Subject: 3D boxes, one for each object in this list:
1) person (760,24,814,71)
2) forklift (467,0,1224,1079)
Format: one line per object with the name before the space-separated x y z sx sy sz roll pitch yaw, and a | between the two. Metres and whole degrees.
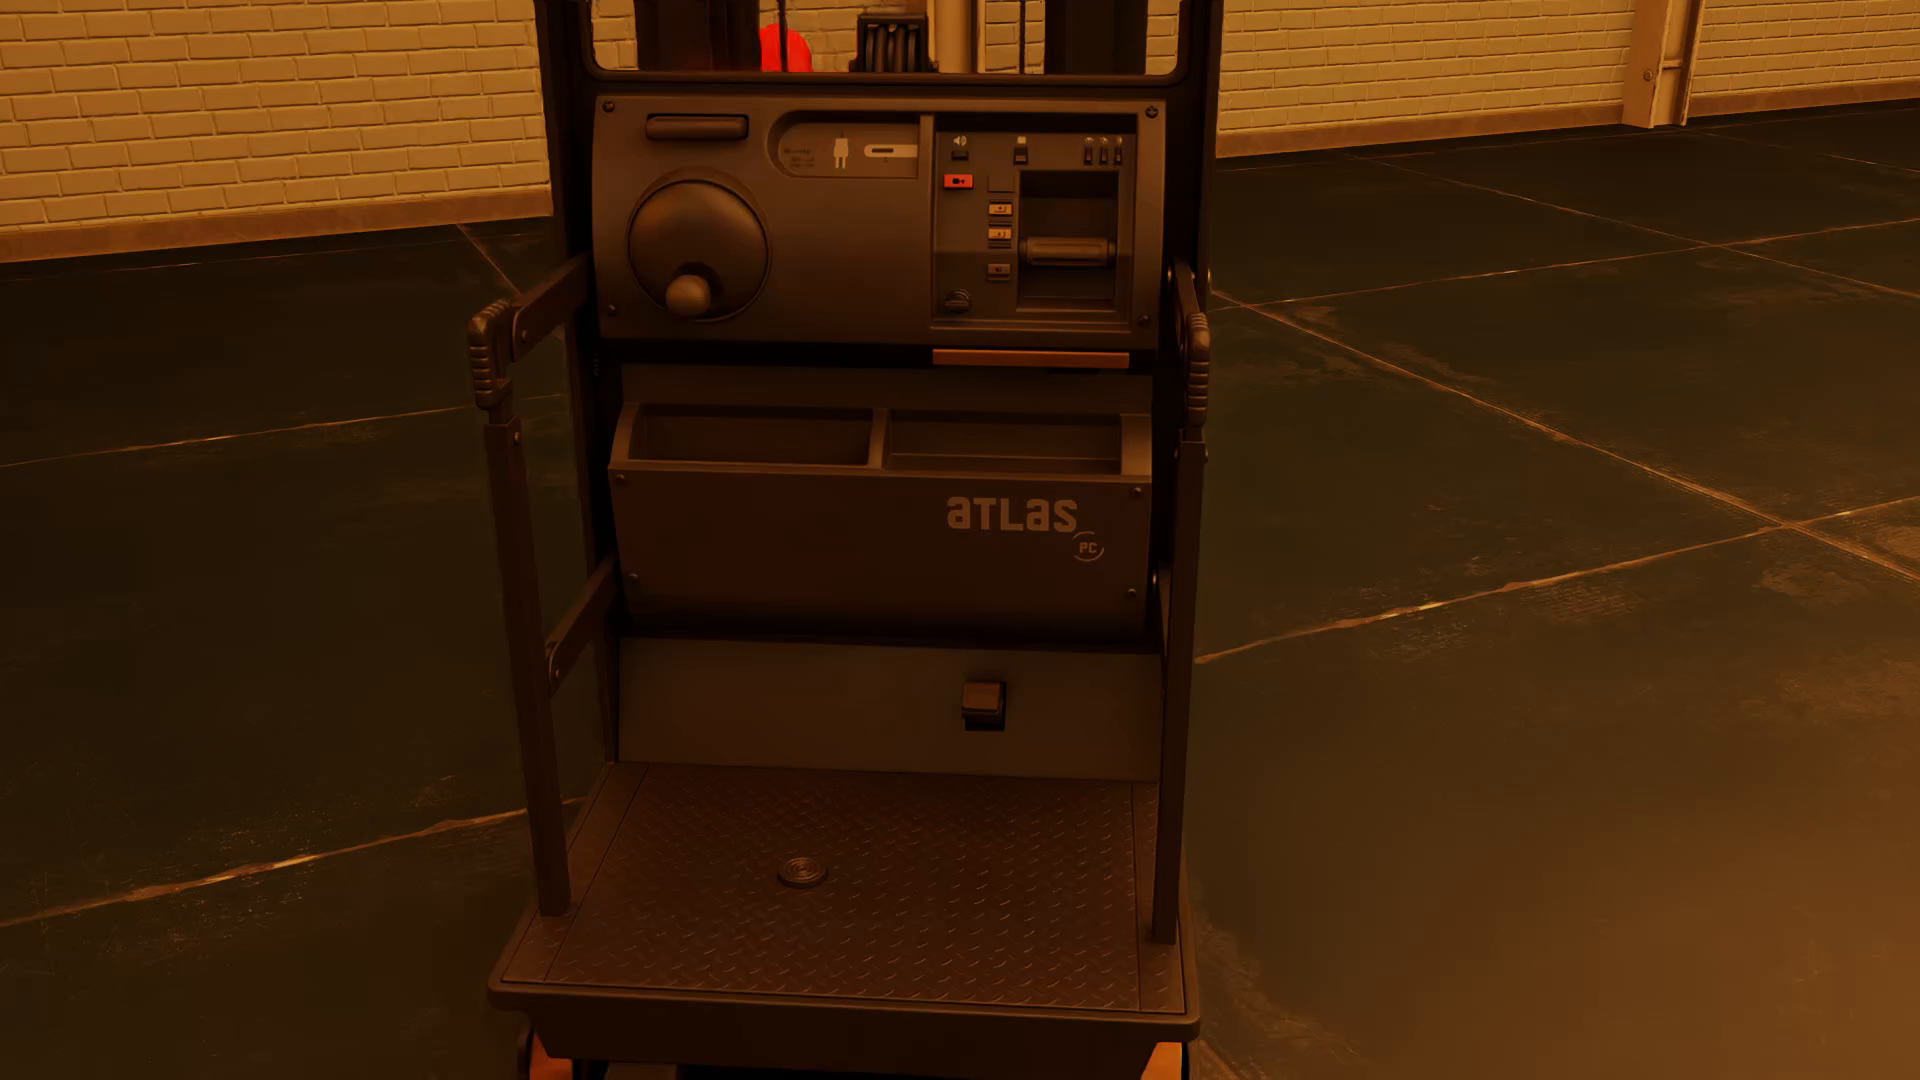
person | -0.368 -0.704 4.829 1.067 1.529 0.919 -8 24 -20
forklift | -0.149 -0.507 2.506 1.130 2.935 3.031 2 23 4
